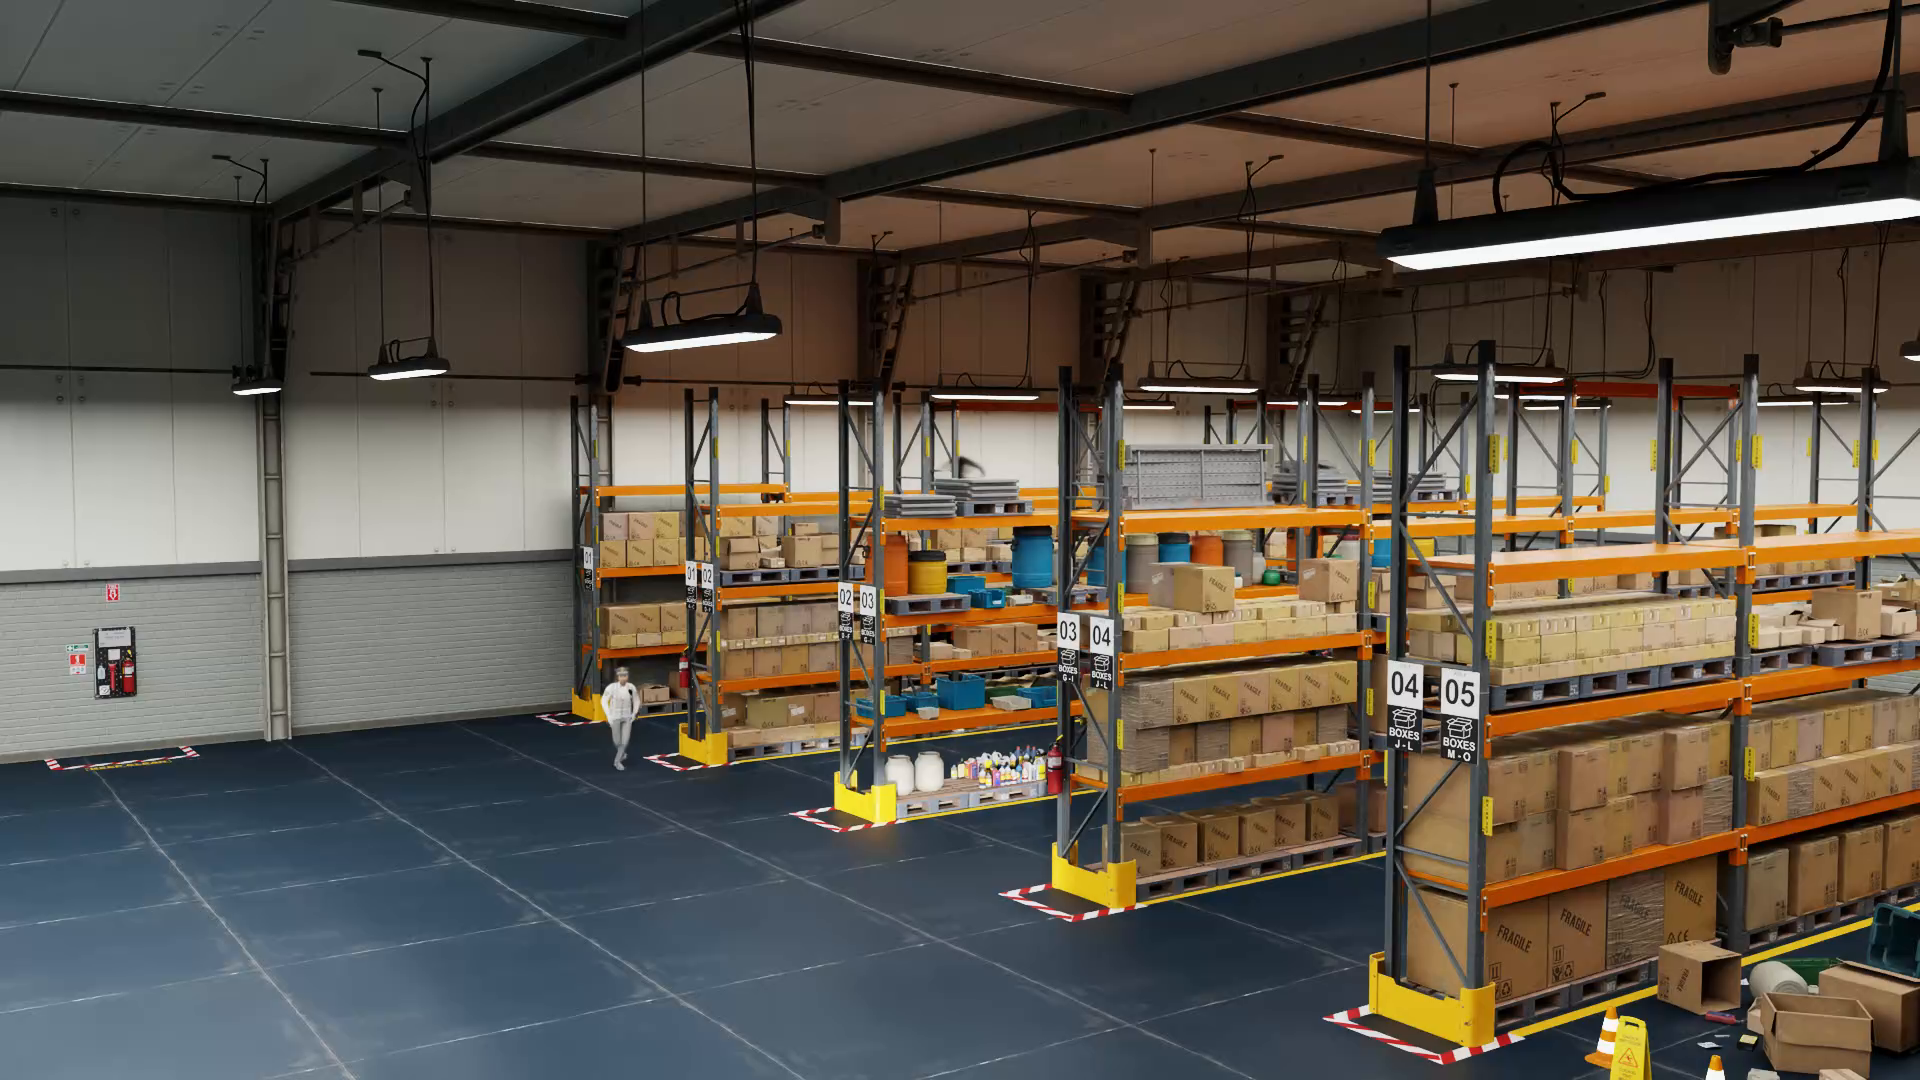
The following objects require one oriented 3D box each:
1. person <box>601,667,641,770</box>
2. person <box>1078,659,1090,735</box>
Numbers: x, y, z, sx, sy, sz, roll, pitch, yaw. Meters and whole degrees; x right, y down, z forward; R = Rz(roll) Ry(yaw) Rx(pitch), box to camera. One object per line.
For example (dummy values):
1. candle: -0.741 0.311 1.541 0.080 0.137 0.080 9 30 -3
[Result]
1. person: -5.342 2.785 26.191 0.617 1.636 0.522 -1 4 -17
2. person: 2.272 2.543 29.283 0.687 1.735 0.702 -2 4 -33
